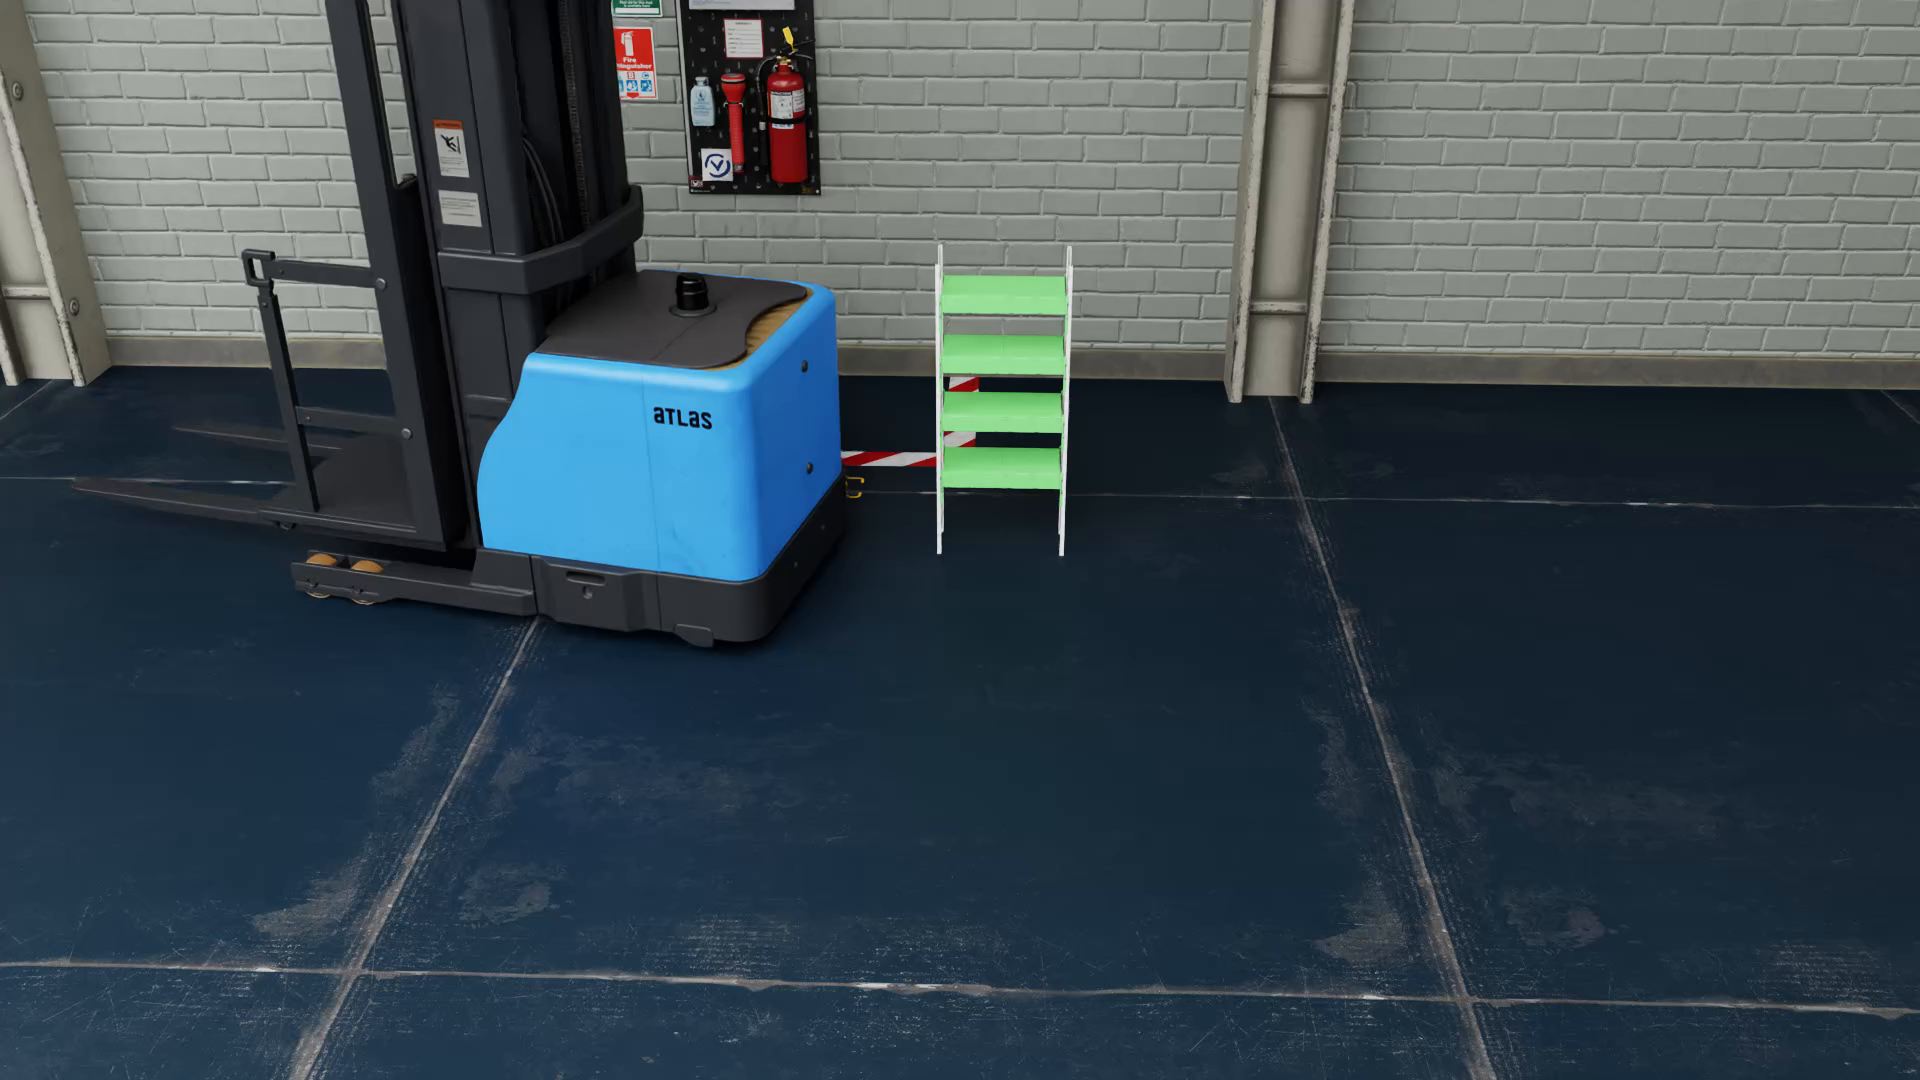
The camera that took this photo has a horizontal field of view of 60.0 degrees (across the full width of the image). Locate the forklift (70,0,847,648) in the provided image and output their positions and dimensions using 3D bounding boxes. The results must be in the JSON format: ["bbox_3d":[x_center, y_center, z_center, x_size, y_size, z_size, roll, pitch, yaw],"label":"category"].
[{"bbox_3d":[-2.031,-1.279,6.033,3.031,2.935,1.130,7,29,13],"label":"forklift"}]

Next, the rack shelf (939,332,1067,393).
[{"bbox_3d":[0.165,-0.683,6.381,0.480,0.148,0.258,1,28,2],"label":"rack shelf"}]

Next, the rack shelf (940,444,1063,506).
[{"bbox_3d":[0.165,-0.259,6.606,0.480,0.148,0.258,1,28,2],"label":"rack shelf"}]

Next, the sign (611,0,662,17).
[{"bbox_3d":[-1.512,-2.419,7.507,0.331,0.109,0.001,1,28,2],"label":"sign"}]

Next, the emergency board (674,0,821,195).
[{"bbox_3d":[-0.967,-2.116,7.539,0.643,1.169,0.194,1,28,2],"label":"emergency board"}]

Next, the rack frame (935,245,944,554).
[{"bbox_3d":[-0.078,-0.531,6.471,0.015,1.200,0.240,1,28,2],"label":"rack frame"}]

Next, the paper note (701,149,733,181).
[{"bbox_3d":[-1.142,-1.762,7.812,0.142,0.148,0.016,1,28,2],"label":"paper note"}]

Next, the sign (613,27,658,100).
[{"bbox_3d":[-1.516,-2.189,7.639,0.234,0.329,0.001,1,28,2],"label":"sign"}]

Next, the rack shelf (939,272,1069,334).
[{"bbox_3d":[0.165,-0.895,6.269,0.480,0.148,0.258,1,28,2],"label":"rack shelf"}]

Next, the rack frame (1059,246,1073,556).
[{"bbox_3d":[0.409,-0.523,6.456,0.015,1.200,0.240,1,28,2],"label":"rack frame"}]

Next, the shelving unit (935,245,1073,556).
[{"bbox_3d":[0.165,-0.527,6.464,0.503,1.200,0.258,1,28,2],"label":"shelving unit"}]

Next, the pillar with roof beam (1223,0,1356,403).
[{"bbox_3d":[1.349,-2.693,2.222,0.400,9.000,9.100,1,28,2],"label":"pillar with roof beam"}]

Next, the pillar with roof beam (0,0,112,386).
[{"bbox_3d":[-4.647,-2.792,2.409,0.400,9.000,9.100,1,28,2],"label":"pillar with roof beam"}]

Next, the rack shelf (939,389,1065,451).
[{"bbox_3d":[0.165,-0.471,6.494,0.480,0.148,0.258,1,28,2],"label":"rack shelf"}]
